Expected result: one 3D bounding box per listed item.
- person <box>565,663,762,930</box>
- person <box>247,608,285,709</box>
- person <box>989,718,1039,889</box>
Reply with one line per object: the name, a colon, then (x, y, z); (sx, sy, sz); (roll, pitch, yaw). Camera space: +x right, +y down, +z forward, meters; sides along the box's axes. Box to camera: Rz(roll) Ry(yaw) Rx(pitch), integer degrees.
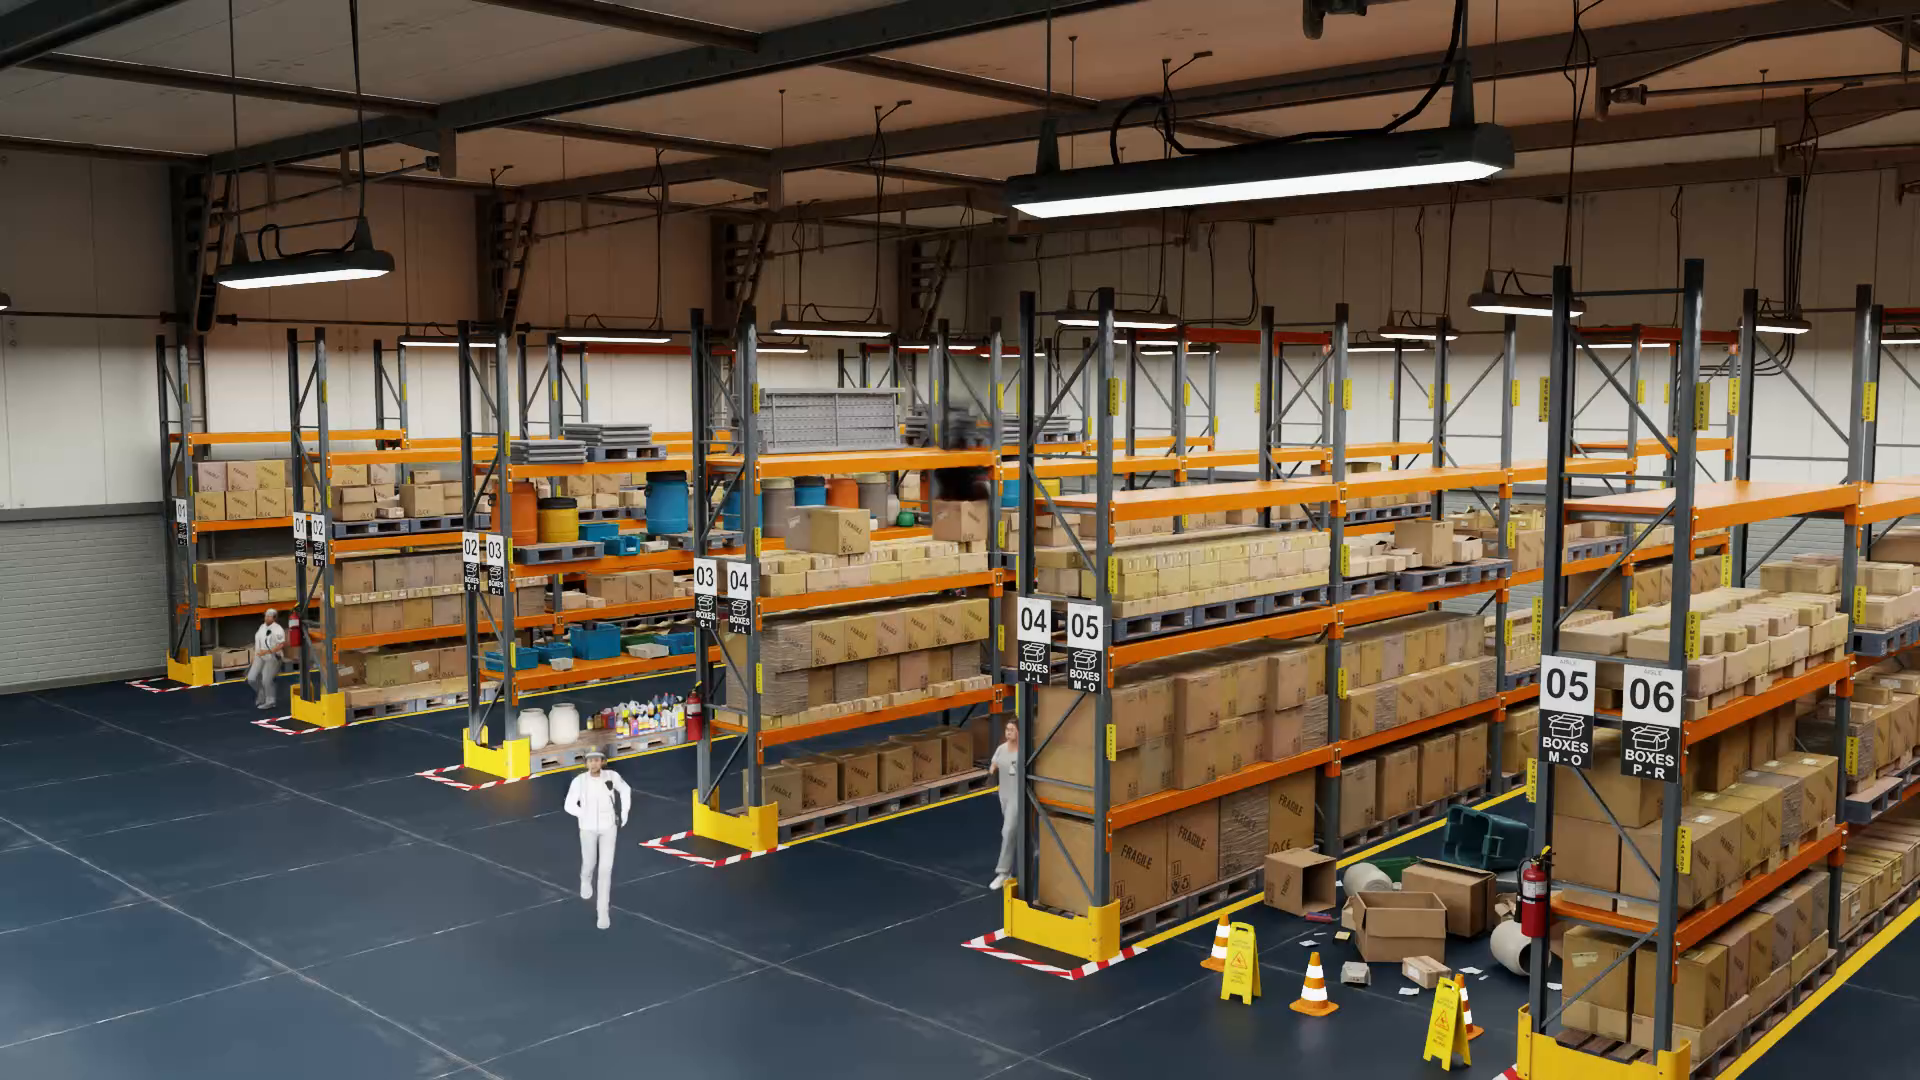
person: (-2.959, 2.533, 17.027); (2.048, 2.100, 2.480); (-1, 5, -11)
person: (-11.002, 1.888, 26.405); (0.643, 1.619, 0.529); (2, 6, 19)
person: (0.571, 2.691, 17.286); (0.551, 1.691, 0.908); (5, 7, 42)
